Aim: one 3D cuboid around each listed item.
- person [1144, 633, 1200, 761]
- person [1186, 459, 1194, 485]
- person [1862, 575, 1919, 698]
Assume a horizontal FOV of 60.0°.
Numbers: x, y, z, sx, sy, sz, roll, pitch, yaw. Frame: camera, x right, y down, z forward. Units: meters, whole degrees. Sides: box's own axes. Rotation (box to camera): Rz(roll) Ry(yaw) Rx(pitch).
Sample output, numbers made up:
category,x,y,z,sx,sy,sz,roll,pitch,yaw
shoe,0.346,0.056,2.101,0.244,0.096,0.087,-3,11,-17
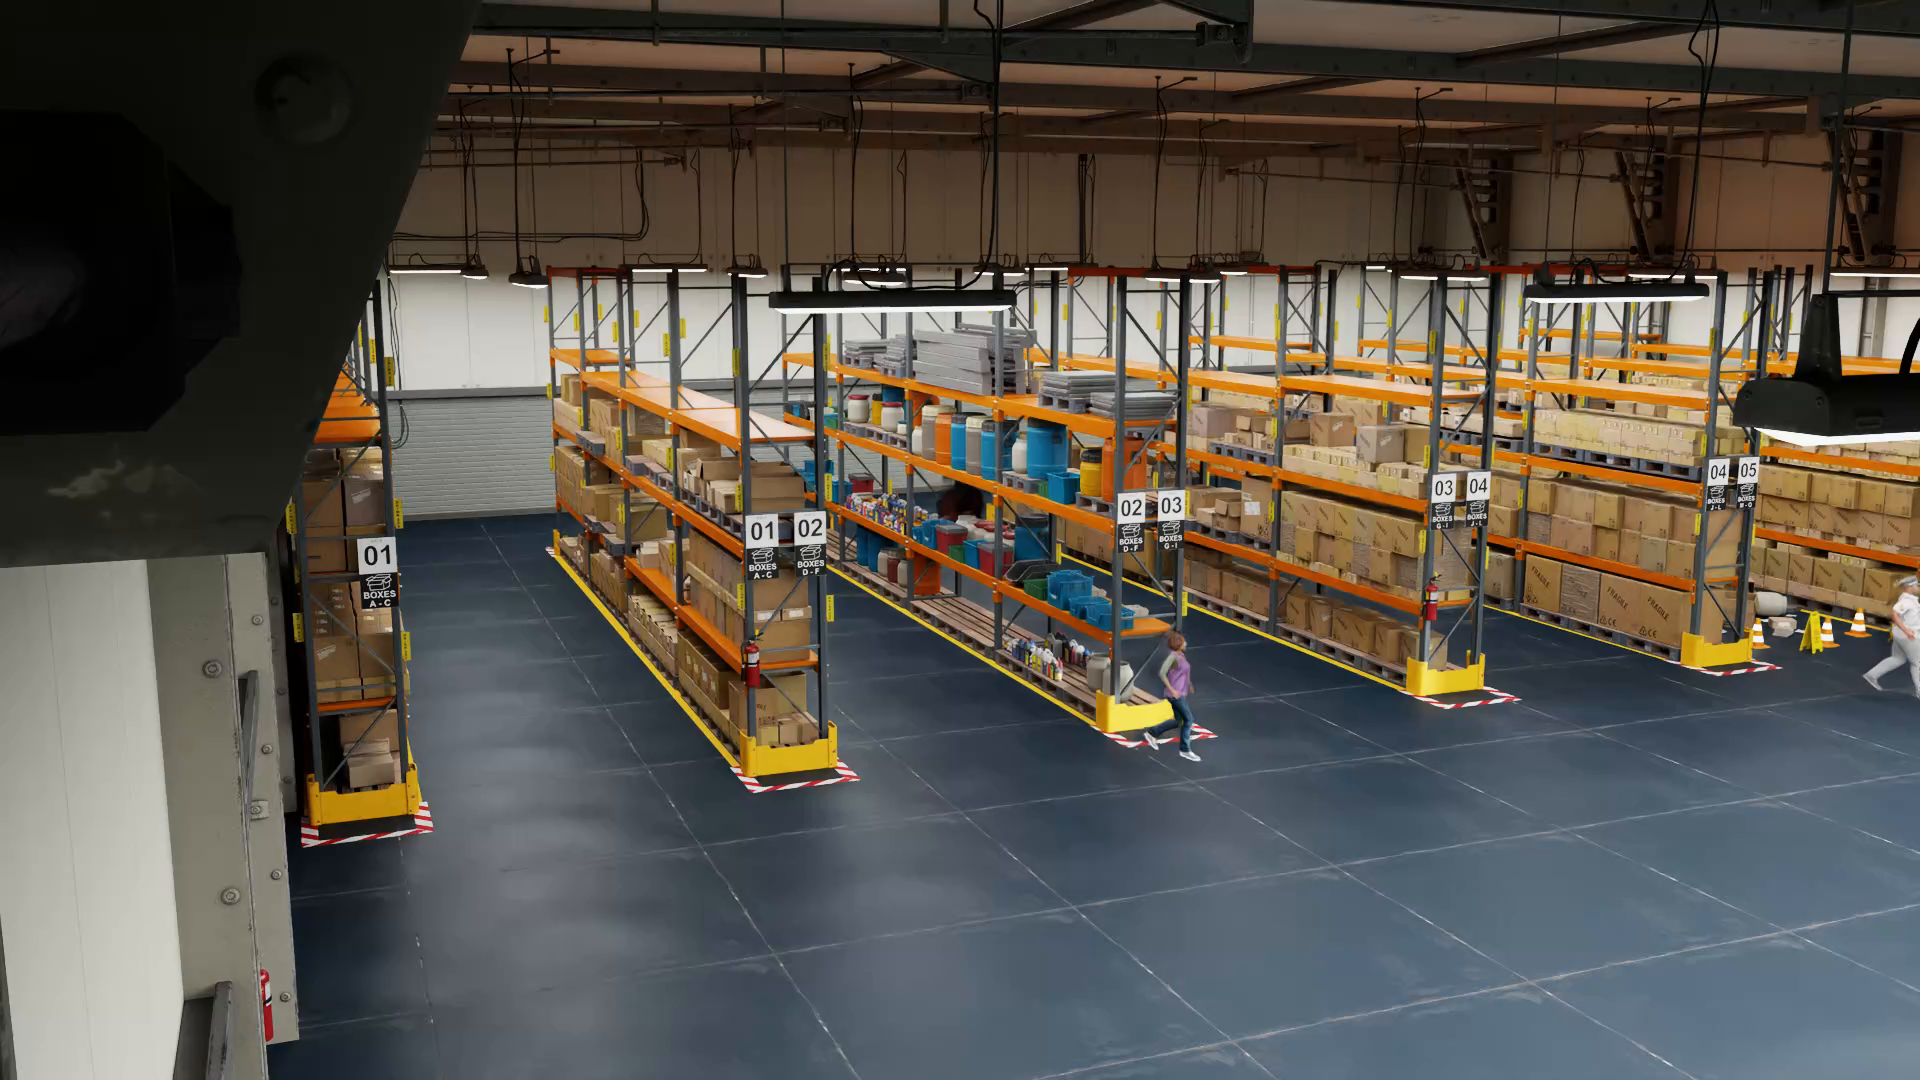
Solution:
category,x,y,z,sx,sy,sz,roll,pitch,yaw
person,2.693,1.961,20.931,0.723,1.586,0.561,3,10,18
person,4.904,-0.900,36.582,0.667,1.789,1.041,-5,11,-27
person,13.442,1.364,23.570,0.952,1.769,0.662,4,11,21
